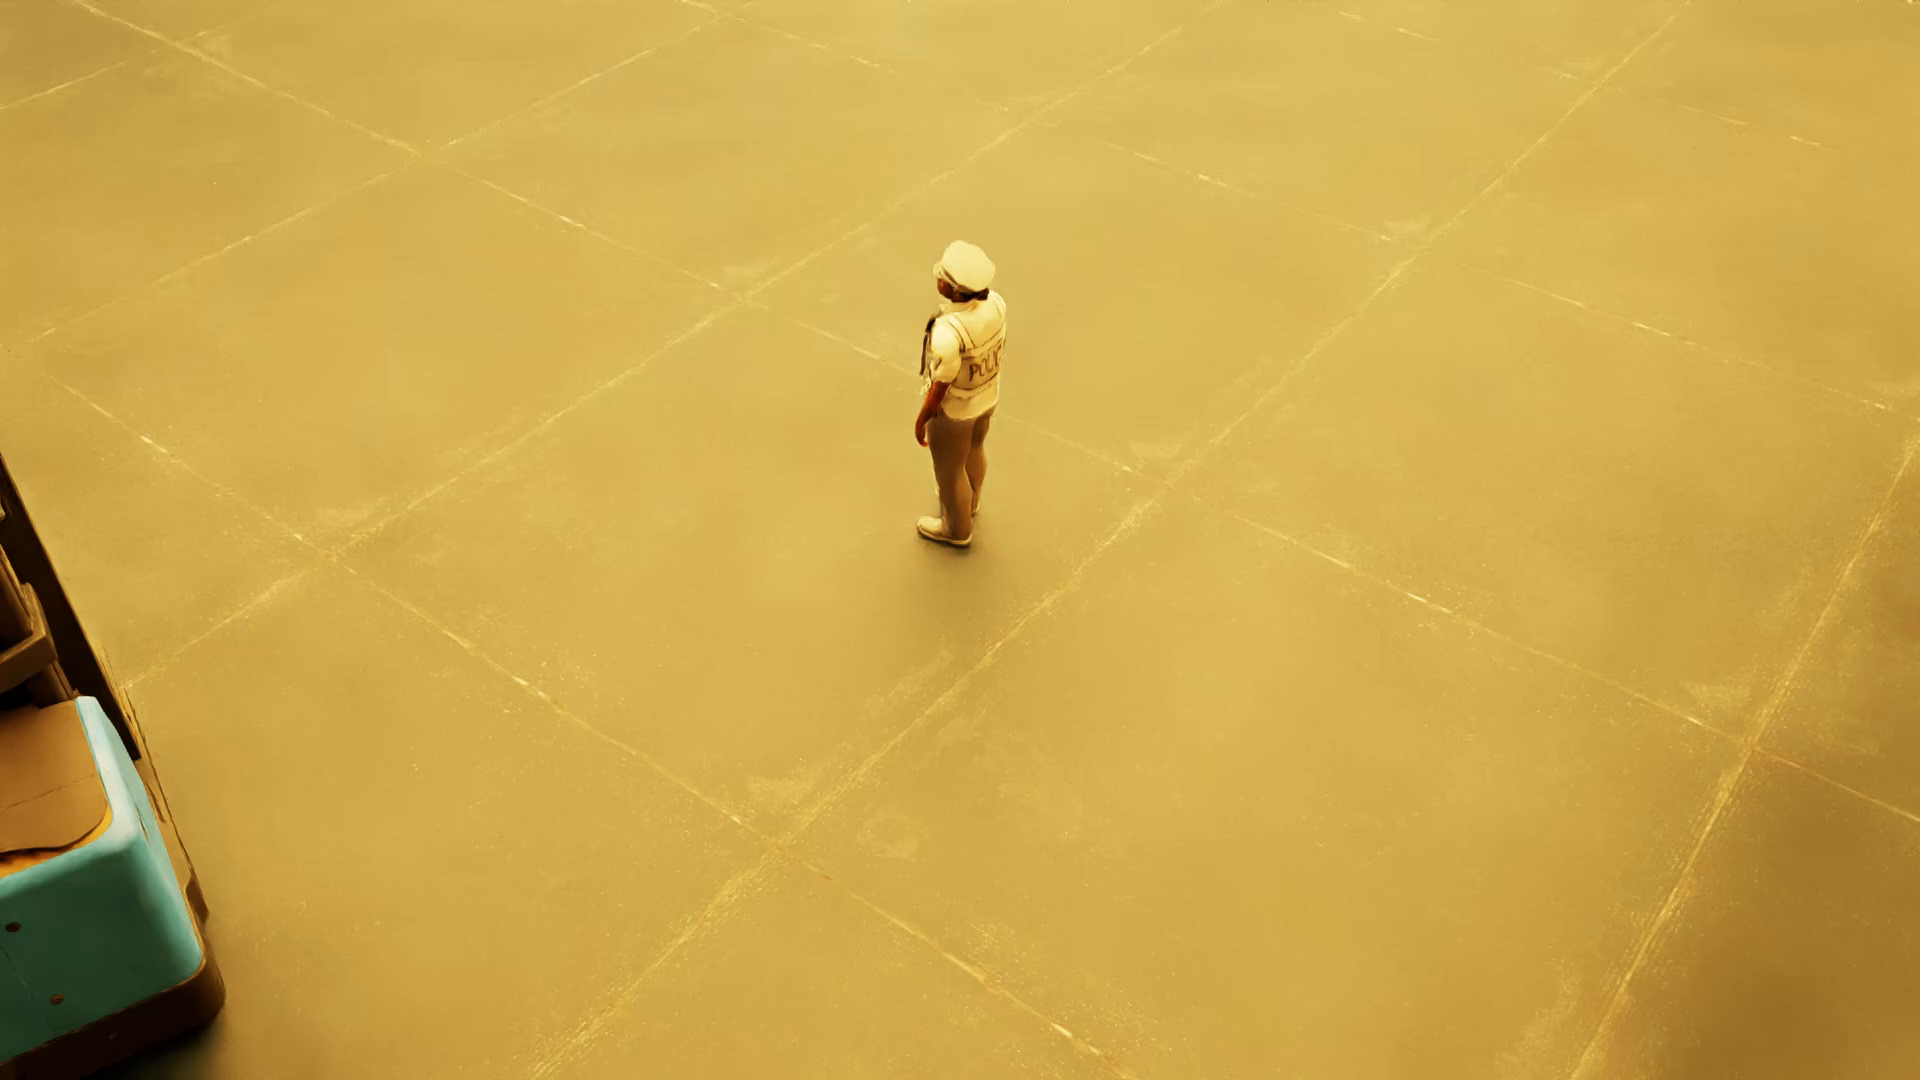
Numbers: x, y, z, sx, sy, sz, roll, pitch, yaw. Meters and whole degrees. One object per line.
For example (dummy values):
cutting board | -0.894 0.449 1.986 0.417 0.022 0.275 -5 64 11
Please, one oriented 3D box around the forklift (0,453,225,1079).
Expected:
forklift | -3.964 0.039 6.029 1.130 2.935 3.031 -23 45 -24

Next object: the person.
person | -0.048 -0.691 7.825 0.527 1.695 0.570 26 47 28
